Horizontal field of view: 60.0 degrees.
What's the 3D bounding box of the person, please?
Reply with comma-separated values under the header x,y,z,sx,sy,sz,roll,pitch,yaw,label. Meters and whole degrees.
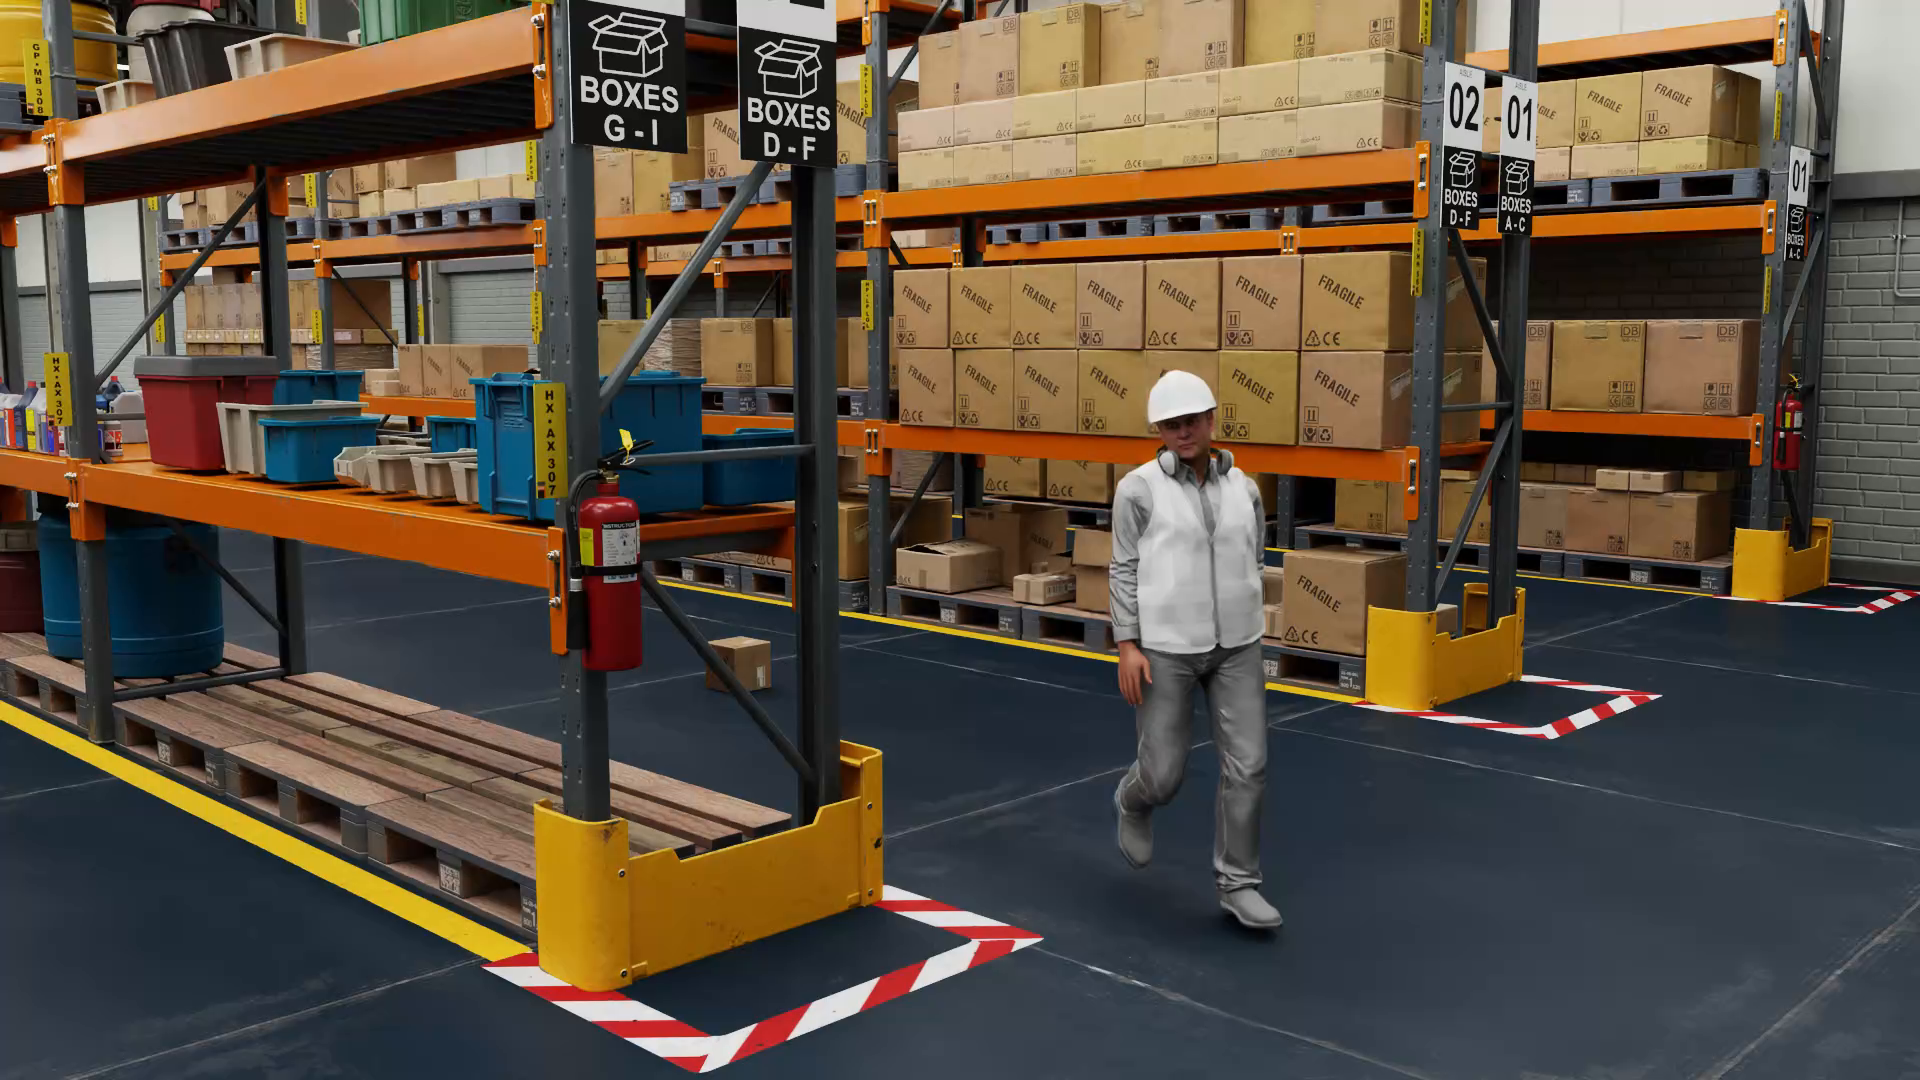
x,y,z,sx,sy,sz,roll,pitch,yaw,label
0.740,0.326,5.387,0.555,1.745,0.743,-2,7,-15,person
